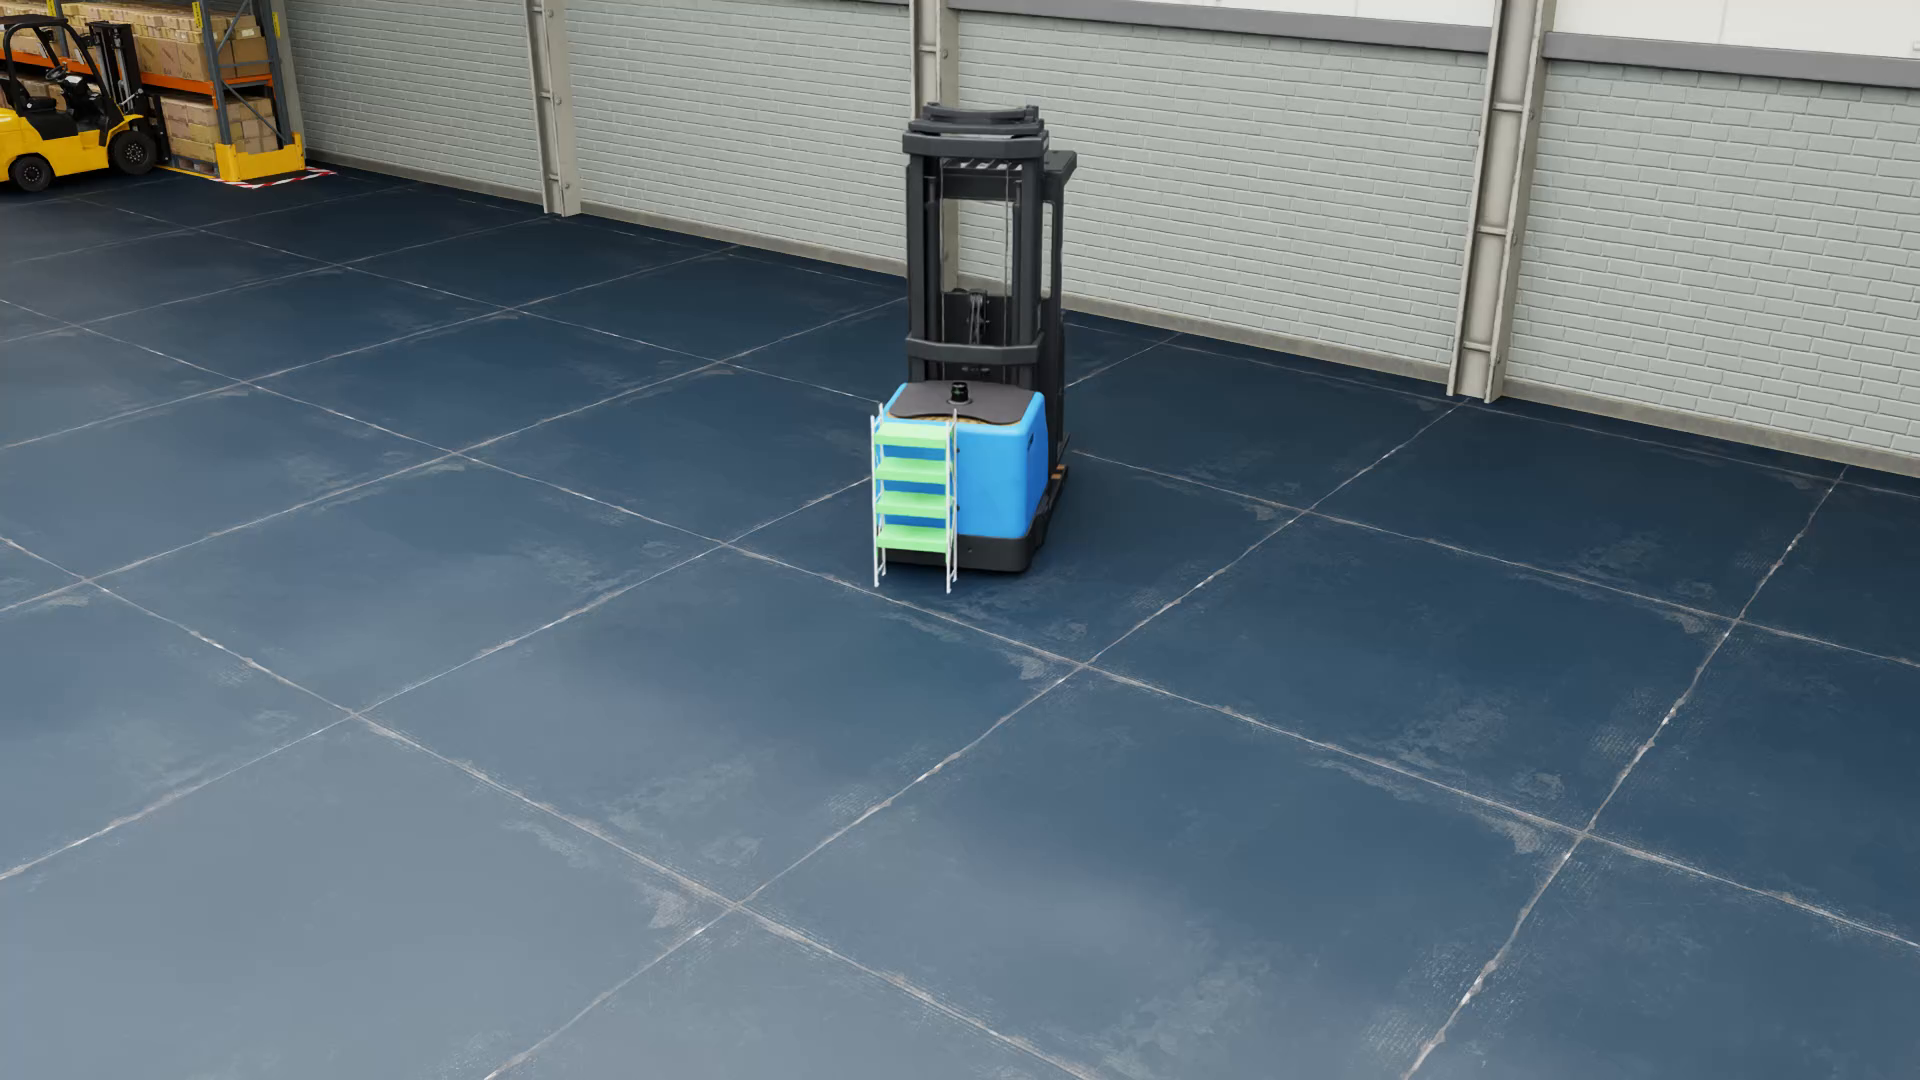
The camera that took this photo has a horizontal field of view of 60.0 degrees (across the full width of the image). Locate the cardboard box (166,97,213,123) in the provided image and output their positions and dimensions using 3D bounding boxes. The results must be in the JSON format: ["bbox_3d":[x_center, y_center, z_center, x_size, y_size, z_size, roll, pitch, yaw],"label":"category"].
[{"bbox_3d":[-10.818,-6.074,23.464,0.500,0.250,0.500,17,29,34],"label":"cardboard box"}]

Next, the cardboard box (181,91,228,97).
[{"bbox_3d":[-10.918,-6.363,24.120,0.500,0.250,0.500,17,29,33],"label":"cardboard box"}]

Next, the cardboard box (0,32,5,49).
[{"bbox_3d":[-14.814,-7.858,26.051,0.500,0.250,0.500,18,29,35],"label":"cardboard box"}]

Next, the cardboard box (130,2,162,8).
[{"bbox_3d":[-11.981,-7.842,24.531,0.250,0.149,0.380,16,28,32],"label":"cardboard box"}]

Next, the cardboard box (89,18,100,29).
[{"bbox_3d":[-12.368,-7.498,24.119,0.250,0.149,0.380,18,29,34],"label":"cardboard box"}]

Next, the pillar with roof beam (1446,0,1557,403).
[{"bbox_3d":[1.954,-4.013,9.696,0.400,9.000,9.100,17,29,33],"label":"pillar with roof beam"}]

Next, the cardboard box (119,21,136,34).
[{"bbox_3d":[-11.729,-7.317,23.709,0.250,0.149,0.380,16,28,32],"label":"cardboard box"}]

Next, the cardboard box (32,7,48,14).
[{"bbox_3d":[-13.840,-8.003,25.266,0.250,0.149,0.380,17,29,33],"label":"cardboard box"}]

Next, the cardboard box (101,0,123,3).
[{"bbox_3d":[-12.615,-8.016,24.926,0.250,0.149,0.380,17,29,33],"label":"cardboard box"}]

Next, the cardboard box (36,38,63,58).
[{"bbox_3d":[-13.612,-7.486,25.206,0.500,0.250,0.500,18,29,34],"label":"cardboard box"}]

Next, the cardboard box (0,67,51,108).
[{"bbox_3d":[-15.234,-7.279,26.975,0.625,0.625,0.875,18,29,35],"label":"cardboard box"}]

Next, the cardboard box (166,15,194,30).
[{"bbox_3d":[-10.705,-7.151,22.963,0.250,0.149,0.380,18,29,34],"label":"cardboard box"}]

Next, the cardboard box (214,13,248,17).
[{"bbox_3d":[-10.167,-7.263,23.217,0.250,0.149,0.380,18,29,35],"label":"cardboard box"}]

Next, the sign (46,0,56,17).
[{"bbox_3d":[-13.369,-7.833,24.471,0.005,0.325,0.100,17,29,33],"label":"sign"}]

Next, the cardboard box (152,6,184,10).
[{"bbox_3d":[-11.425,-7.625,24.038,0.250,0.149,0.380,18,29,35],"label":"cardboard box"}]

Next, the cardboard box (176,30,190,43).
[{"bbox_3d":[-10.518,-6.938,22.848,0.250,0.149,0.380,17,29,34],"label":"cardboard box"}]

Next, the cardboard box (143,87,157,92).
[{"bbox_3d":[-12.044,-6.447,24.311,0.500,0.250,0.500,18,29,35],"label":"cardboard box"}]

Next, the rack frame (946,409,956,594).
[{"bbox_3d":[-0.055,-0.242,10.811,0.015,1.200,0.240,5,24,10],"label":"rack frame"}]

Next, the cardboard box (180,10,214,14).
[{"bbox_3d":[-10.815,-7.432,23.601,0.250,0.149,0.380,18,29,35],"label":"cardboard box"}]

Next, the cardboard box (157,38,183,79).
[{"bbox_3d":[-10.812,-6.758,23.245,0.500,0.500,0.500,18,29,35],"label":"cardboard box"}]

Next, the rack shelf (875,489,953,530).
[{"bbox_3d":[-0.294,-0.203,10.881,0.480,0.148,0.258,5,24,10],"label":"rack shelf"}]

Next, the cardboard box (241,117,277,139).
[{"bbox_3d":[-10.102,-5.893,23.674,0.500,0.250,0.500,17,29,34],"label":"cardboard box"}]

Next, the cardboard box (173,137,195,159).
[{"bbox_3d":[-10.808,-5.619,23.672,0.500,0.250,0.500,17,29,33],"label":"cardboard box"}]

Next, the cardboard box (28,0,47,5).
[{"bbox_3d":[-14.396,-8.398,26.161,0.250,0.149,0.380,17,29,34],"label":"cardboard box"}]

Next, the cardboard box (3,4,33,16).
[{"bbox_3d":[-14.498,-8.170,25.644,0.250,0.149,0.380,17,29,34],"label":"cardboard box"}]

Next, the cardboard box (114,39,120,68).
[{"bbox_3d":[-12.020,-7.129,24.085,0.500,0.500,0.500,16,29,33],"label":"cardboard box"}]

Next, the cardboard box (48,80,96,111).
[{"bbox_3d":[-13.476,-6.745,25.763,0.625,0.625,0.875,18,30,36],"label":"cardboard box"}]

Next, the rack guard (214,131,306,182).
[{"bbox_3d":[-9.831,-5.400,23.386,0.348,0.500,1.175,17,29,33],"label":"rack guard"}]

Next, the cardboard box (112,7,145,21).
[{"bbox_3d":[-11.896,-7.537,23.839,0.250,0.149,0.380,17,29,33],"label":"cardboard box"}]

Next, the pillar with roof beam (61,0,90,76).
[{"bbox_3d":[-17.250,-9.816,22.869,0.400,9.000,9.100,17,29,33],"label":"pillar with roof beam"}]

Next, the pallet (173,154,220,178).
[{"bbox_3d":[-10.488,-5.445,23.847,1.213,0.211,1.003,17,29,33],"label":"pallet"}]

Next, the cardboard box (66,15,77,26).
[{"bbox_3d":[-12.954,-7.698,24.572,0.250,0.149,0.380,16,29,32],"label":"cardboard box"}]

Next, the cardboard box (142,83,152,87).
[{"bbox_3d":[-12.127,-6.734,24.963,0.500,0.250,0.500,16,29,33],"label":"cardboard box"}]

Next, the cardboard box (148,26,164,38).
[{"bbox_3d":[-11.123,-7.134,23.292,0.250,0.149,0.380,16,28,32],"label":"cardboard box"}]

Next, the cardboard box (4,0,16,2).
[{"bbox_3d":[-15.023,-8.579,26.572,0.250,0.149,0.380,17,29,33],"label":"cardboard box"}]

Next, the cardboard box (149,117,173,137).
[{"bbox_3d":[-11.248,-5.972,23.854,0.500,0.250,0.500,16,28,32],"label":"cardboard box"}]

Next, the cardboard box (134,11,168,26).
[{"bbox_3d":[-11.345,-7.323,23.354,0.250,0.149,0.380,17,29,34],"label":"cardboard box"}]

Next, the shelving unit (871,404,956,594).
[{"bbox_3d":[-0.294,-0.261,10.855,0.503,1.200,0.258,5,24,10],"label":"shelving unit"}]

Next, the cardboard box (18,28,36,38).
[{"bbox_3d":[-14.014,-7.836,25.379,0.500,0.250,0.500,16,28,32],"label":"cardboard box"}]

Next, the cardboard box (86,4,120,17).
[{"bbox_3d":[-12.502,-7.730,24.277,0.250,0.149,0.380,16,29,32],"label":"cardboard box"}]

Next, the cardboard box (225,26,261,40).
[{"bbox_3d":[-9.967,-7.058,23.121,0.250,0.149,0.380,16,28,32],"label":"cardboard box"}]

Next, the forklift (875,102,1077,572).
[{"bbox_3d":[0.218,-1.696,11.964,1.130,2.935,3.031,5,24,10],"label":"forklift"}]

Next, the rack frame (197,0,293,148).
[{"bbox_3d":[-9.851,-6.550,22.895,0.127,3.000,1.000,17,29,33],"label":"rack frame"}]
